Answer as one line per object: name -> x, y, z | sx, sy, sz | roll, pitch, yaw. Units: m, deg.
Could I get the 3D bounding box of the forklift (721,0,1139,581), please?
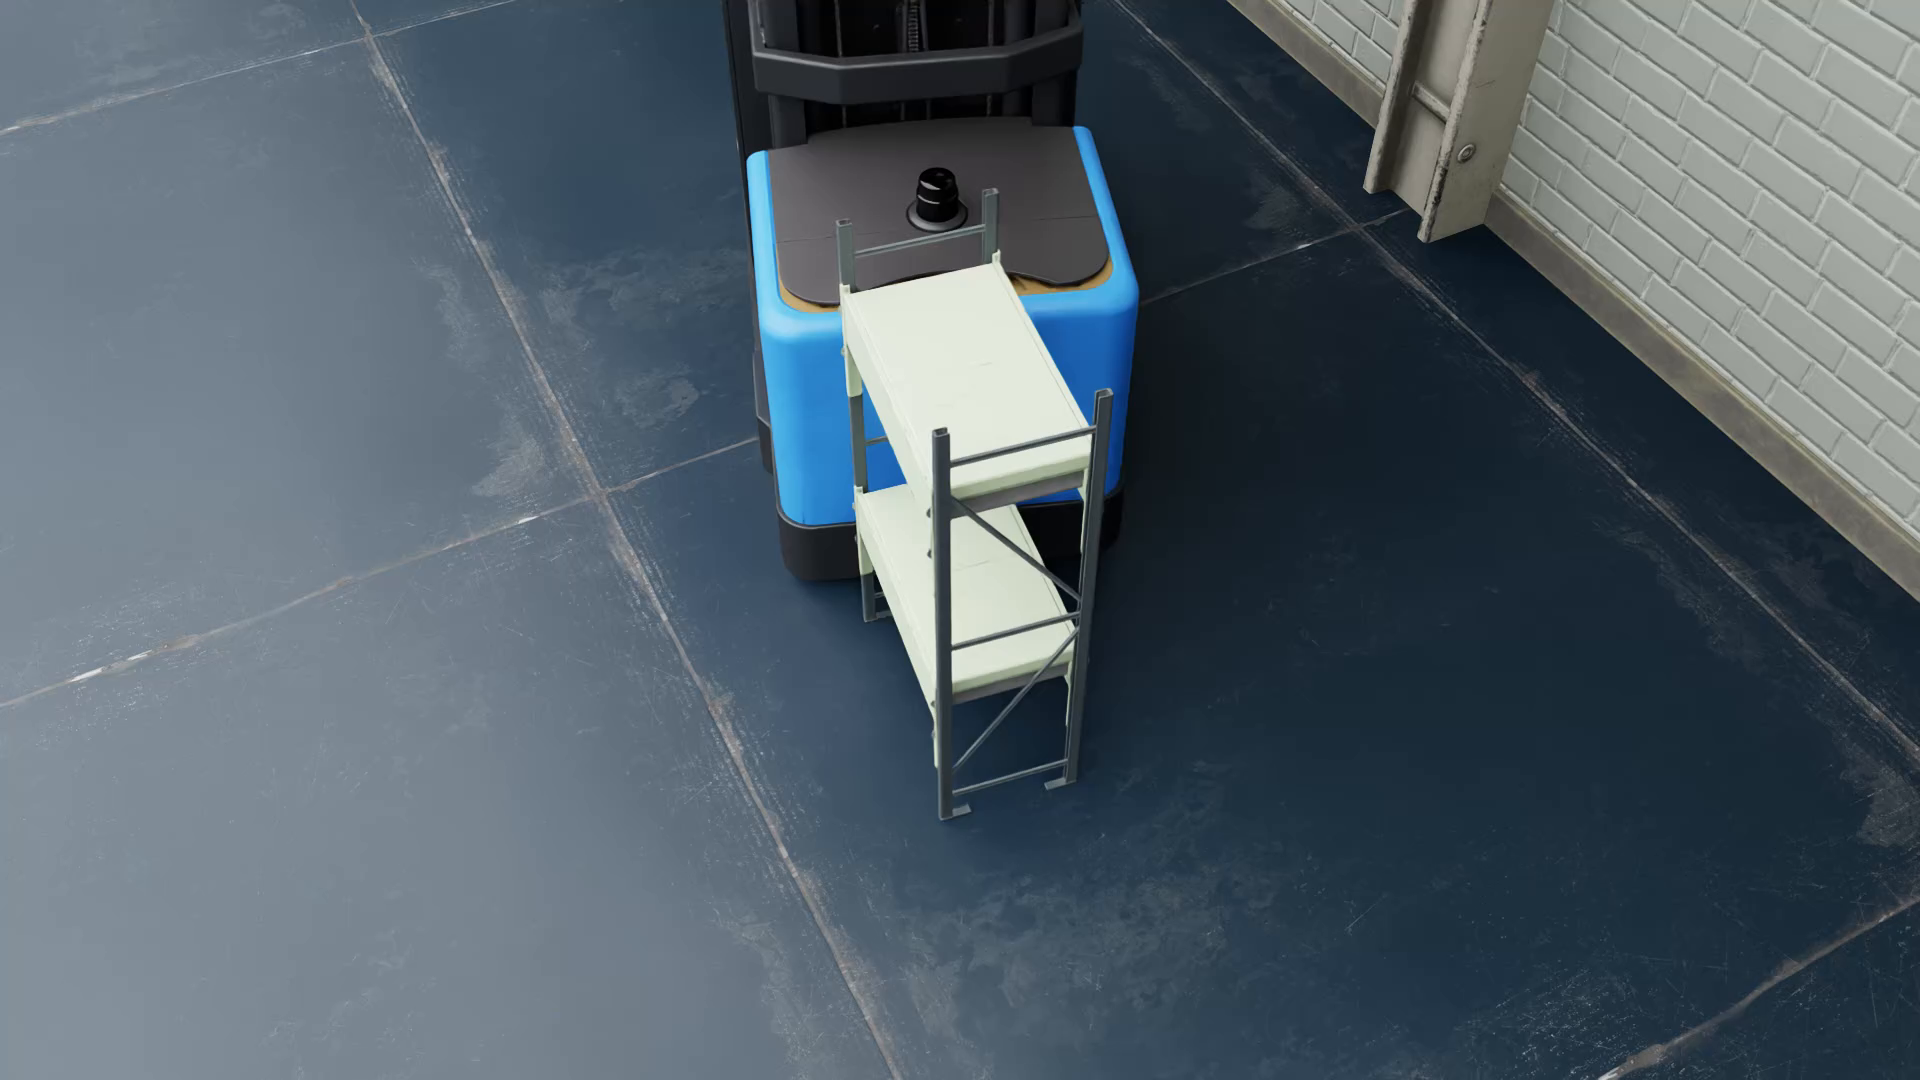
forklift -> -0.208, -1.964, 5.021 | 1.130, 2.935, 3.031 | -6, 49, -5

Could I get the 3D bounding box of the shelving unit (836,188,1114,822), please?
shelving unit -> 0.017, -0.036, 4.285 | 0.431, 1.500, 0.755 | -14, 50, -12

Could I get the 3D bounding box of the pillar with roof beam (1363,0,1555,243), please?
pillar with roof beam -> -2.041, -2.773, 1.697 | 9.100, 9.000, 0.400 | -21, 52, -18

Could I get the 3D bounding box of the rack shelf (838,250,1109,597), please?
rack shelf -> 0.017, -0.293, 3.992 | 0.431, 0.370, 0.720 | -14, 50, -12

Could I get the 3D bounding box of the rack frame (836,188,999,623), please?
rack frame -> -0.100, -0.297, 4.514 | 0.400, 1.500, 0.023 | -14, 50, -12

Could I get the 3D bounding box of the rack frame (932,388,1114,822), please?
rack frame -> 0.134, 0.225, 4.057 | 0.400, 1.500, 0.023 | -14, 50, -12

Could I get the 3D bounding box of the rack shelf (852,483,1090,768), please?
rack shelf -> 0.017, 0.178, 4.531 | 0.431, 0.370, 0.720 | -14, 50, -12
